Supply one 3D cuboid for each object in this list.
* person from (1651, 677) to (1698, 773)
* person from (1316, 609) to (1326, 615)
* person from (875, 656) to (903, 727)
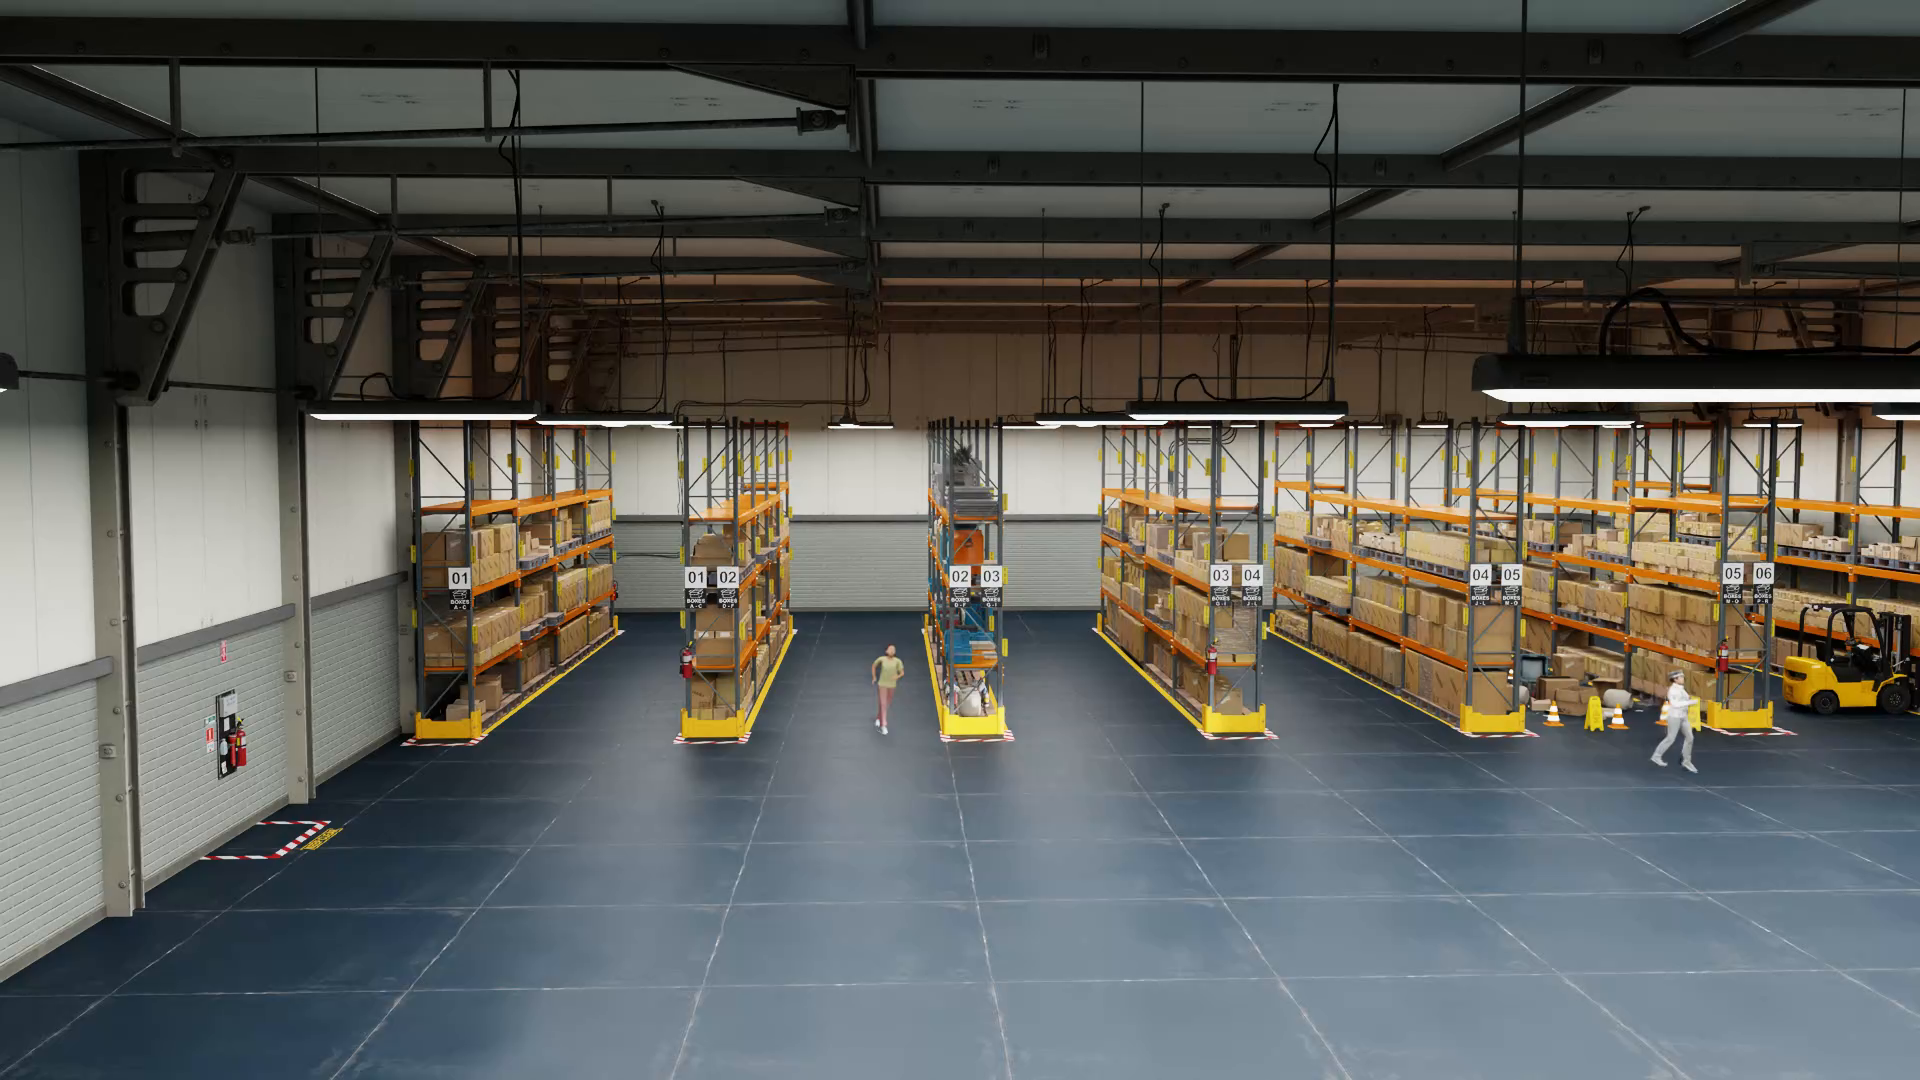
[{"bbox_3d":[12.088,3.053,28.068,0.743,1.700,0.597,4,5,44],"label":"person"},{"bbox_3d":[10.558,1.692,48.624,0.559,1.551,0.545,-4,5,-44],"label":"person"},{"bbox_3d":[-1.346,2.877,31.823,0.532,1.301,0.748,-1,4,-12],"label":"person"}]
